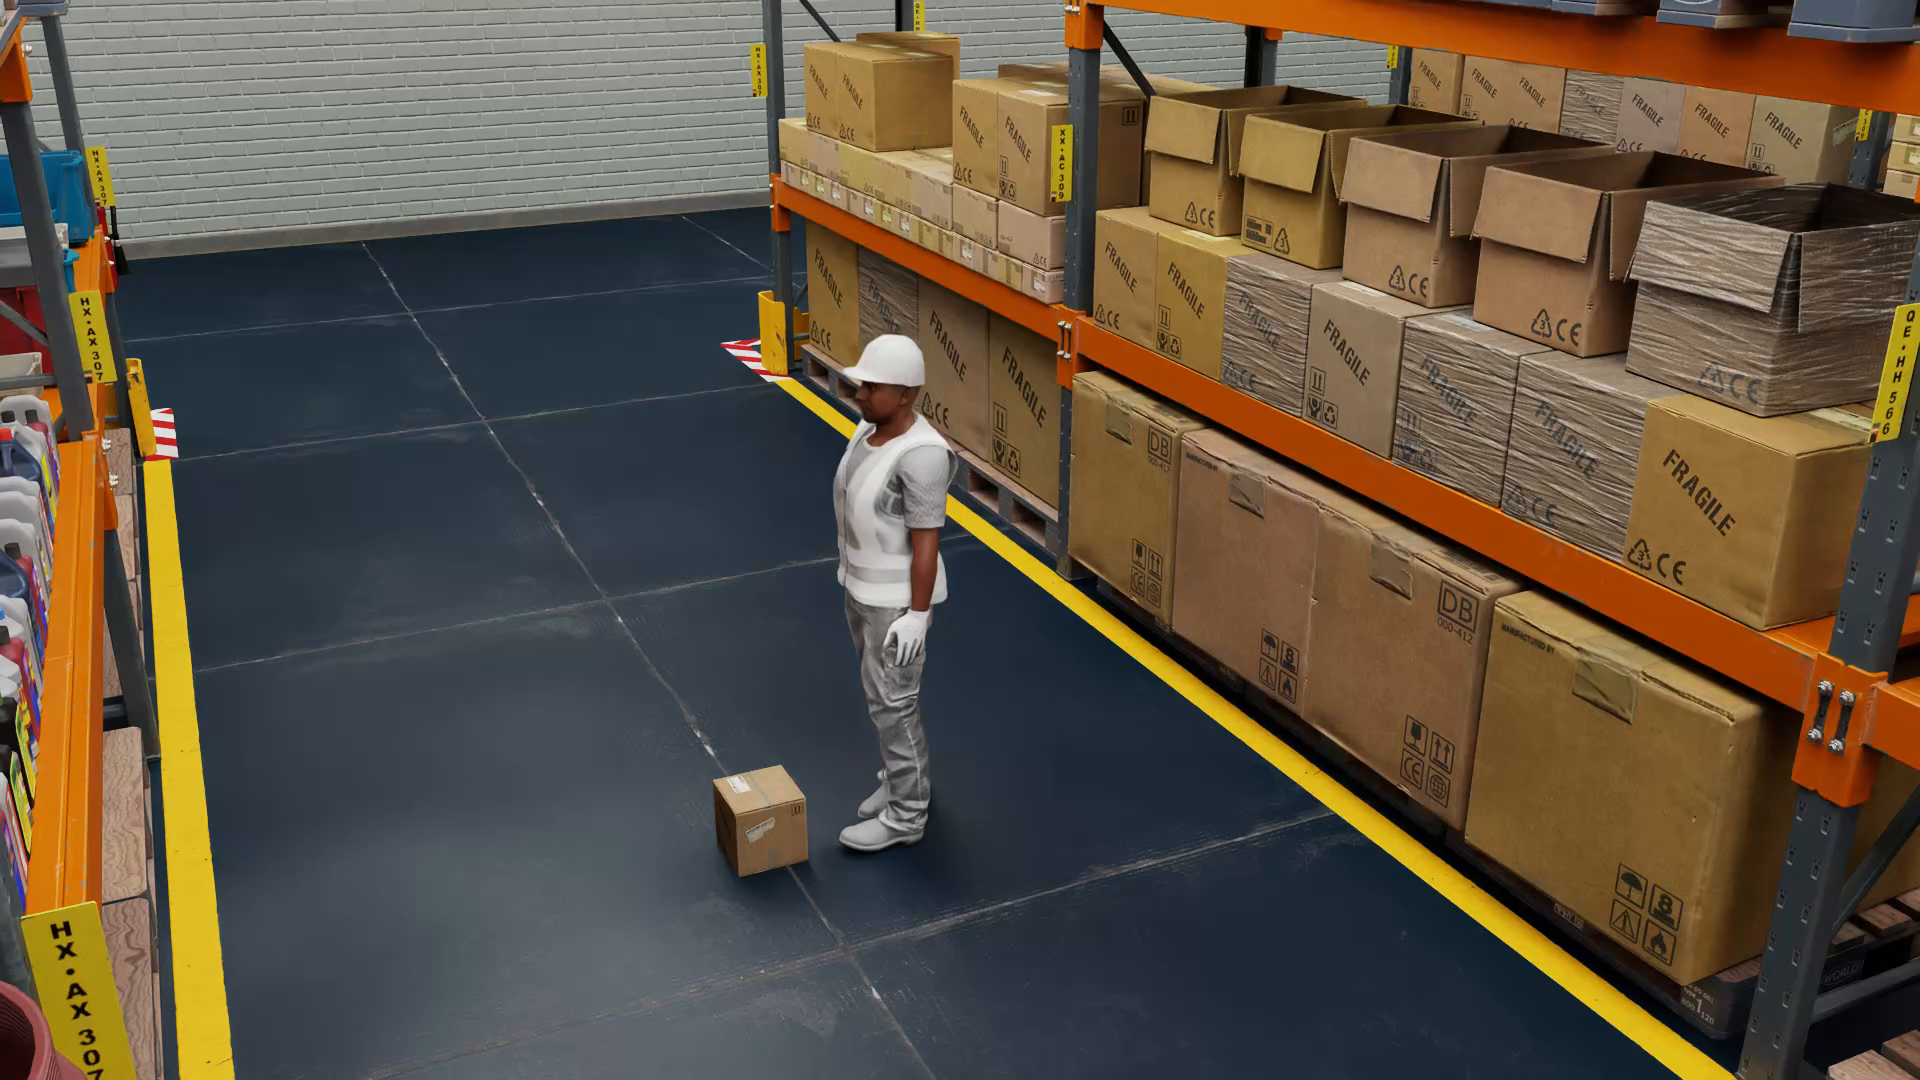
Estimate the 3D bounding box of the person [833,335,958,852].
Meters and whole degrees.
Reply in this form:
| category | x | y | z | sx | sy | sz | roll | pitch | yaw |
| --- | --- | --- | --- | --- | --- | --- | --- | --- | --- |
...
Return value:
| category | x | y | z | sx | sy | sz | roll | pitch | yaw |
| --- | --- | --- | --- | --- | --- | --- | --- | --- | --- |
| person | -0.263 | 0.193 | 5.604 | 0.424 | 1.801 | 0.553 | -9 | 24 | -22 |
